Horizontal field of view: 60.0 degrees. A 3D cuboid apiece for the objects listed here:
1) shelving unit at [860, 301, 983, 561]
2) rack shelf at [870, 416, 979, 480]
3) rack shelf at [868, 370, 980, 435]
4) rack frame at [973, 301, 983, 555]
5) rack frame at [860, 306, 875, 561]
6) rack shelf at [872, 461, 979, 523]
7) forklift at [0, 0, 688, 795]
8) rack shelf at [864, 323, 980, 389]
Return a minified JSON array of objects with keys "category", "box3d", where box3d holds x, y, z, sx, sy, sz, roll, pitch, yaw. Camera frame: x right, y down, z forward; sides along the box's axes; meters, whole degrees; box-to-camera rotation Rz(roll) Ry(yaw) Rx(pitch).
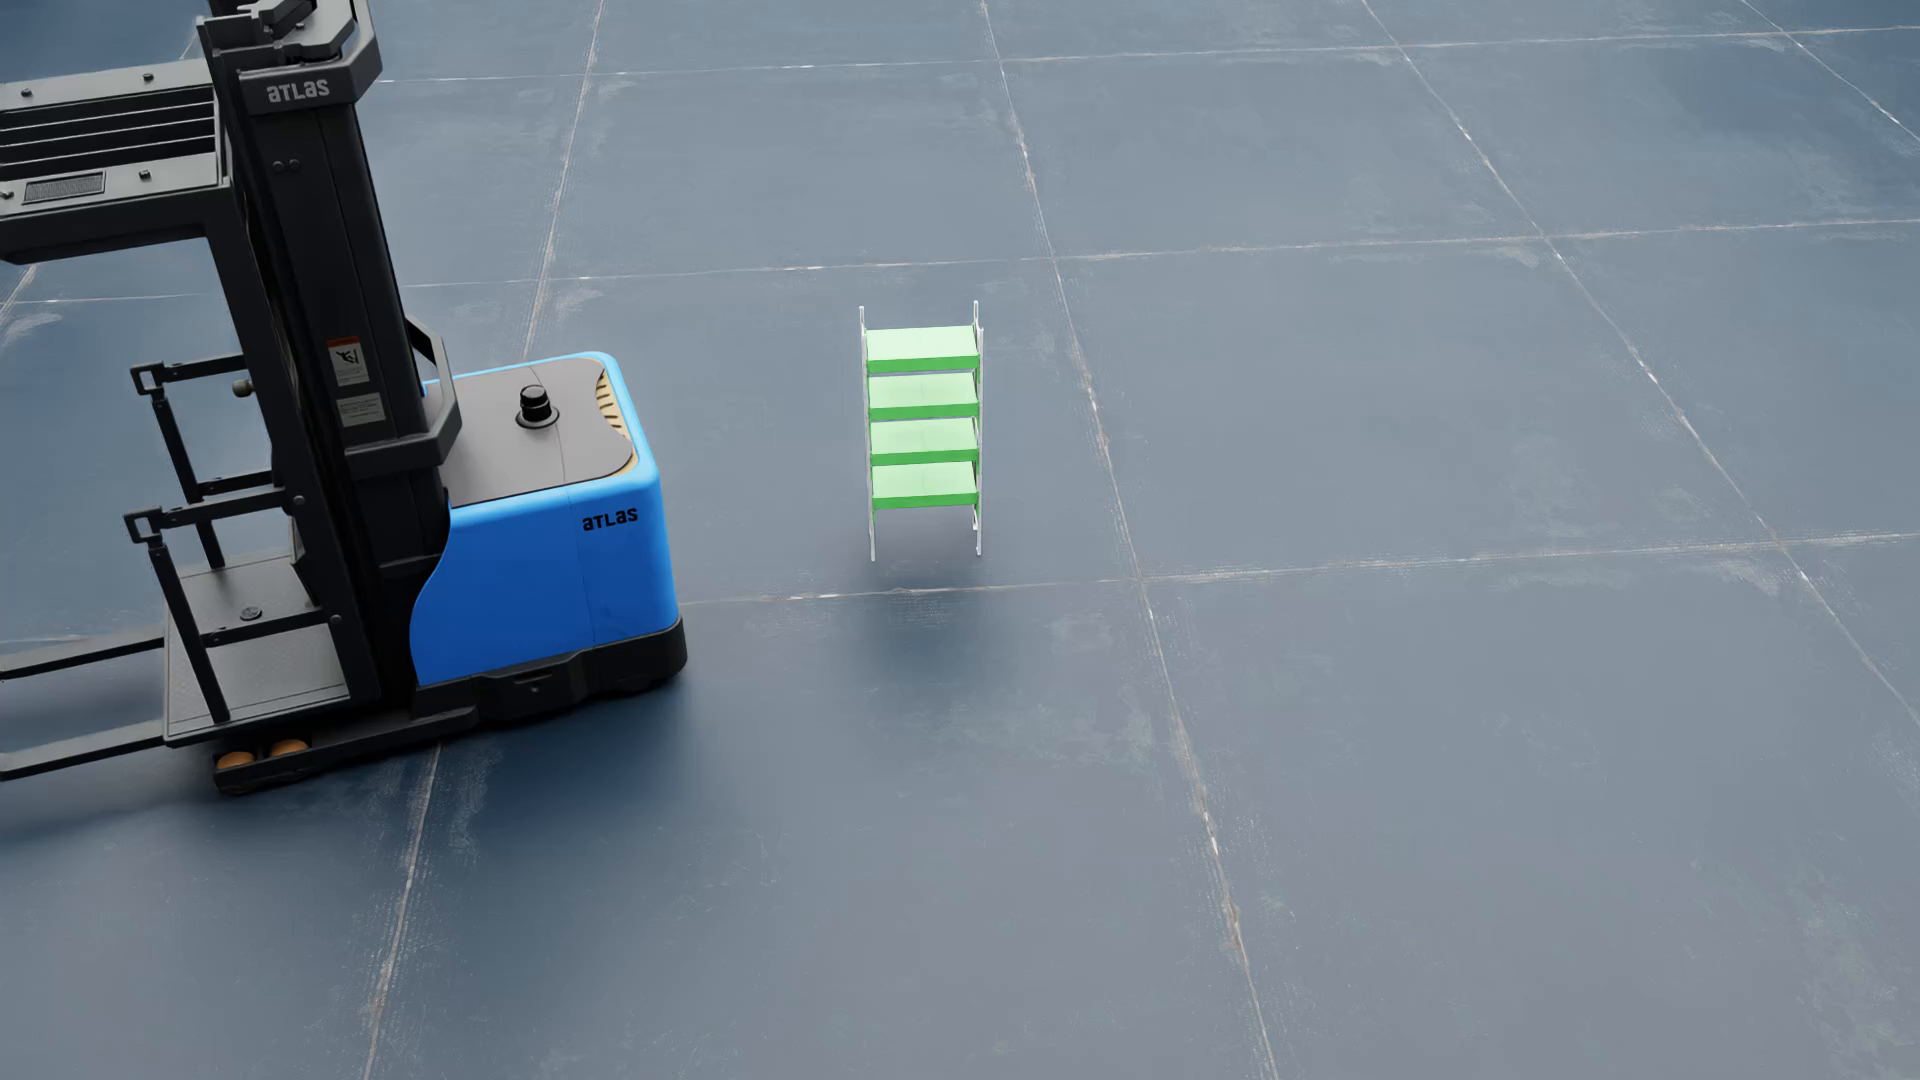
[{"category":"shelving unit","box3d":[-0.165,-0.462,7.367,0.503,1.200,0.258,-3,38,-4]},{"category":"rack shelf","box3d":[-0.165,-0.412,7.406,0.480,0.148,0.258,-3,38,-4]},{"category":"rack shelf","box3d":[-0.165,-0.600,7.258,0.480,0.148,0.258,-3,38,-4]},{"category":"rack frame","box3d":[0.078,-0.475,7.384,0.015,1.200,0.240,-3,38,-4]},{"category":"rack frame","box3d":[-0.408,-0.449,7.350,0.015,1.200,0.240,-3,38,-4]},{"category":"rack shelf","box3d":[-0.165,-0.223,7.555,0.480,0.148,0.258,-3,38,-4]},{"category":"forklift","box3d":[-2.719,-0.531,6.057,3.031,2.935,1.130,-13,40,-16]},{"category":"rack shelf","box3d":[-0.165,-0.789,7.109,0.480,0.148,0.258,-3,38,-4]}]
